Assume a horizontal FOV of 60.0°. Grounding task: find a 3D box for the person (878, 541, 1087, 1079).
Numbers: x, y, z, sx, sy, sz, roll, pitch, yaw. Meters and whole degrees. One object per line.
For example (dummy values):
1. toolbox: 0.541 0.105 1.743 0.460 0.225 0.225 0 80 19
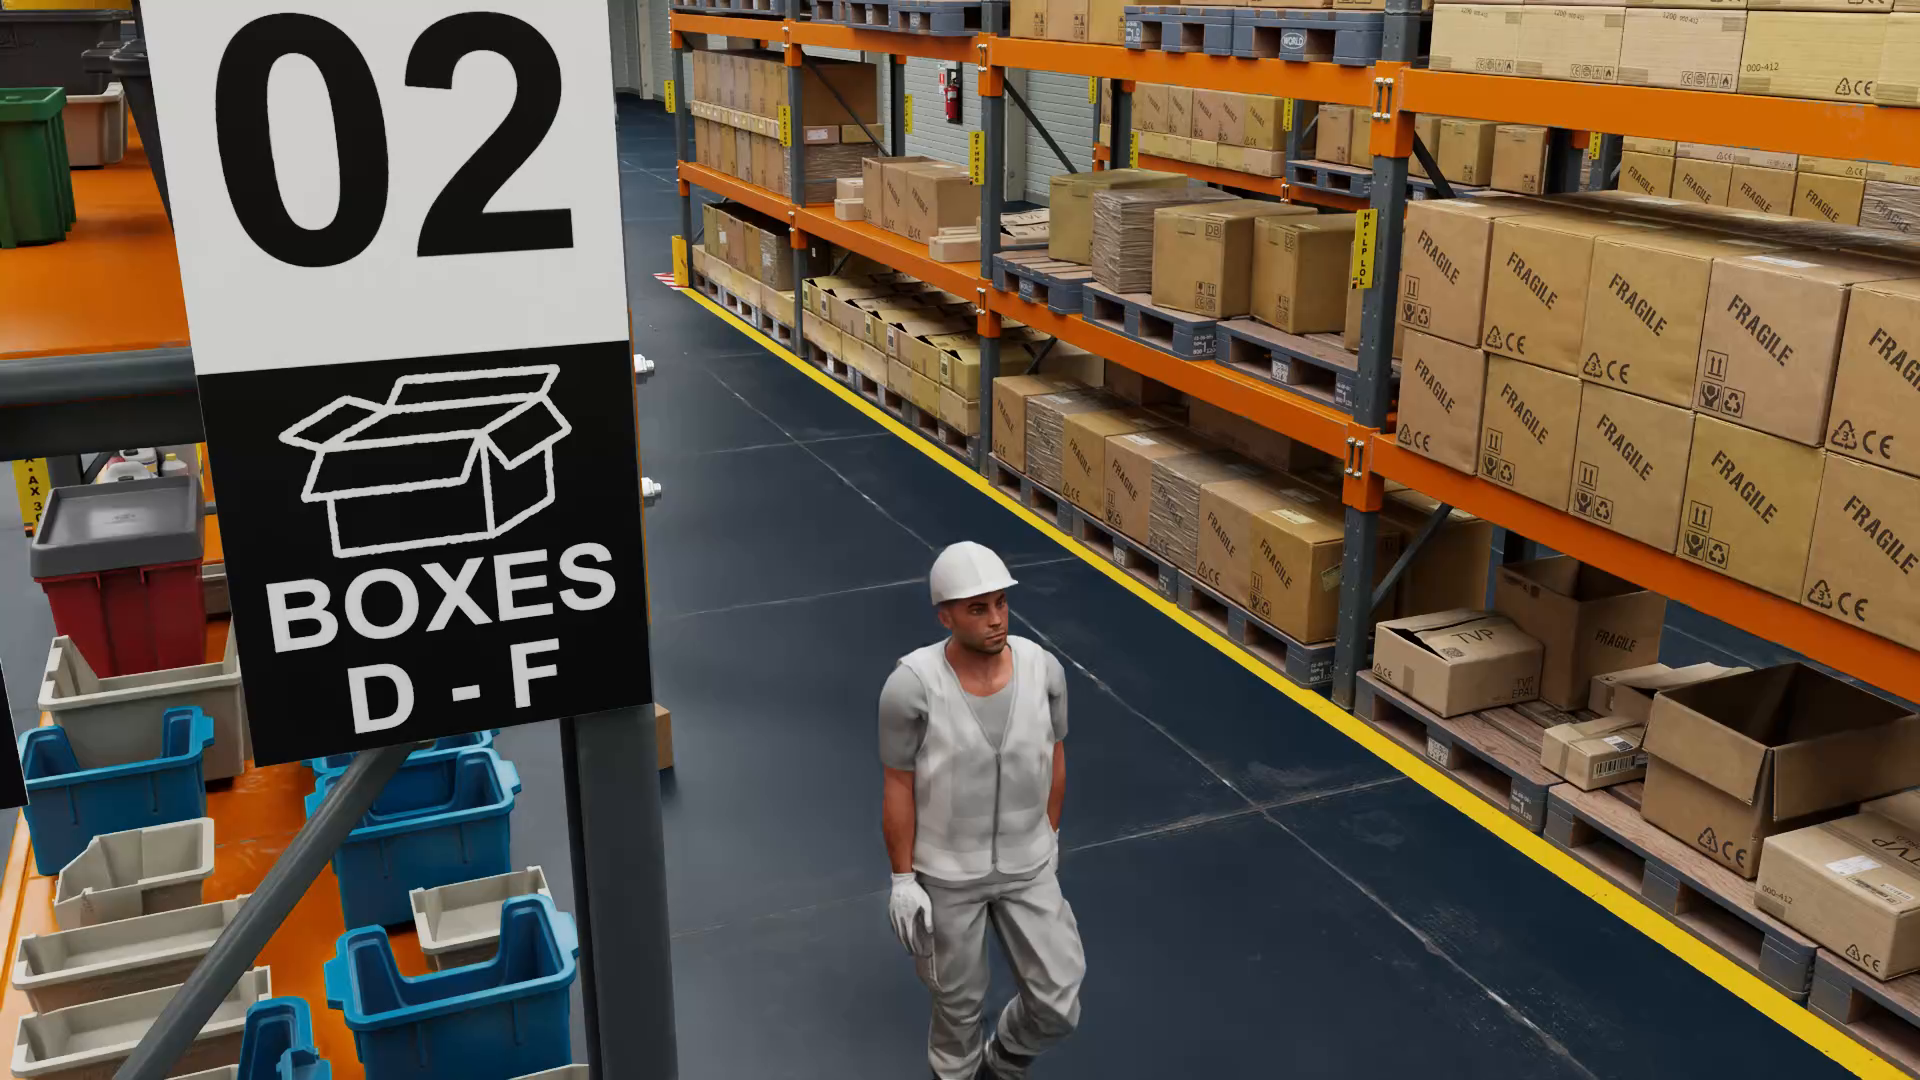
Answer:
1. person: 0.062 0.877 4.357 0.534 1.795 0.448 -6 19 -16
